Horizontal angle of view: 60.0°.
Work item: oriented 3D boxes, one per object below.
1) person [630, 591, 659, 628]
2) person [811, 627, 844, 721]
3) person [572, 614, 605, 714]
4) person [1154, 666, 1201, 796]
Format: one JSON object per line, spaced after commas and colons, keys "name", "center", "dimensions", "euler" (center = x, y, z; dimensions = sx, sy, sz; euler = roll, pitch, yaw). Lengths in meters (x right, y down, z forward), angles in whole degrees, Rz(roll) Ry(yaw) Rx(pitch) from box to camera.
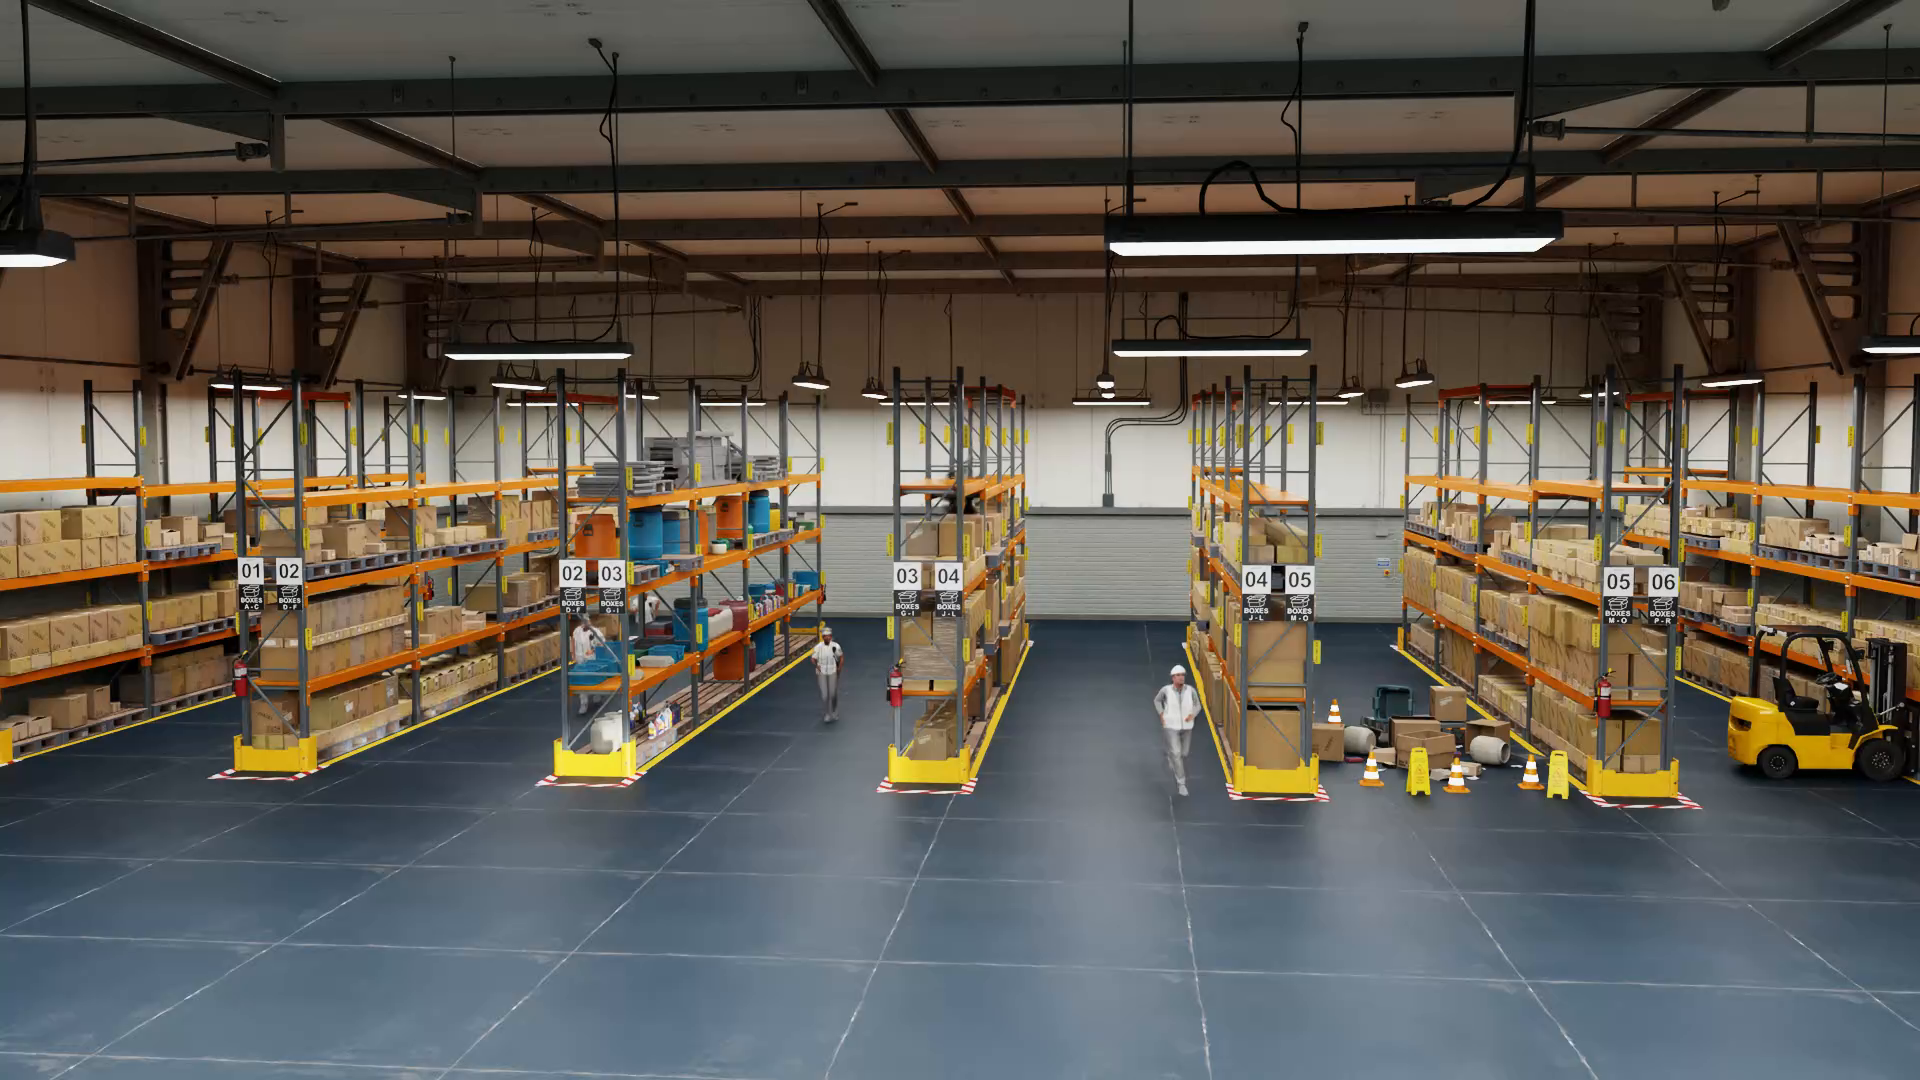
{"name": "person", "center": [-7.061, 1.880, 37.309], "dimensions": [0.597, 1.670, 0.917], "euler": [0, 4, 0]}
{"name": "person", "center": [-2.328, 2.355, 29.131], "dimensions": [0.576, 1.662, 0.580], "euler": [0, 4, -1]}
{"name": "person", "center": [-6.825, 2.226, 30.543], "dimensions": [0.686, 1.789, 1.030], "euler": [0, 4, 5]}
{"name": "person", "center": [3.113, 2.670, 23.681], "dimensions": [0.620, 1.791, 1.109], "euler": [-1, 4, -12]}
